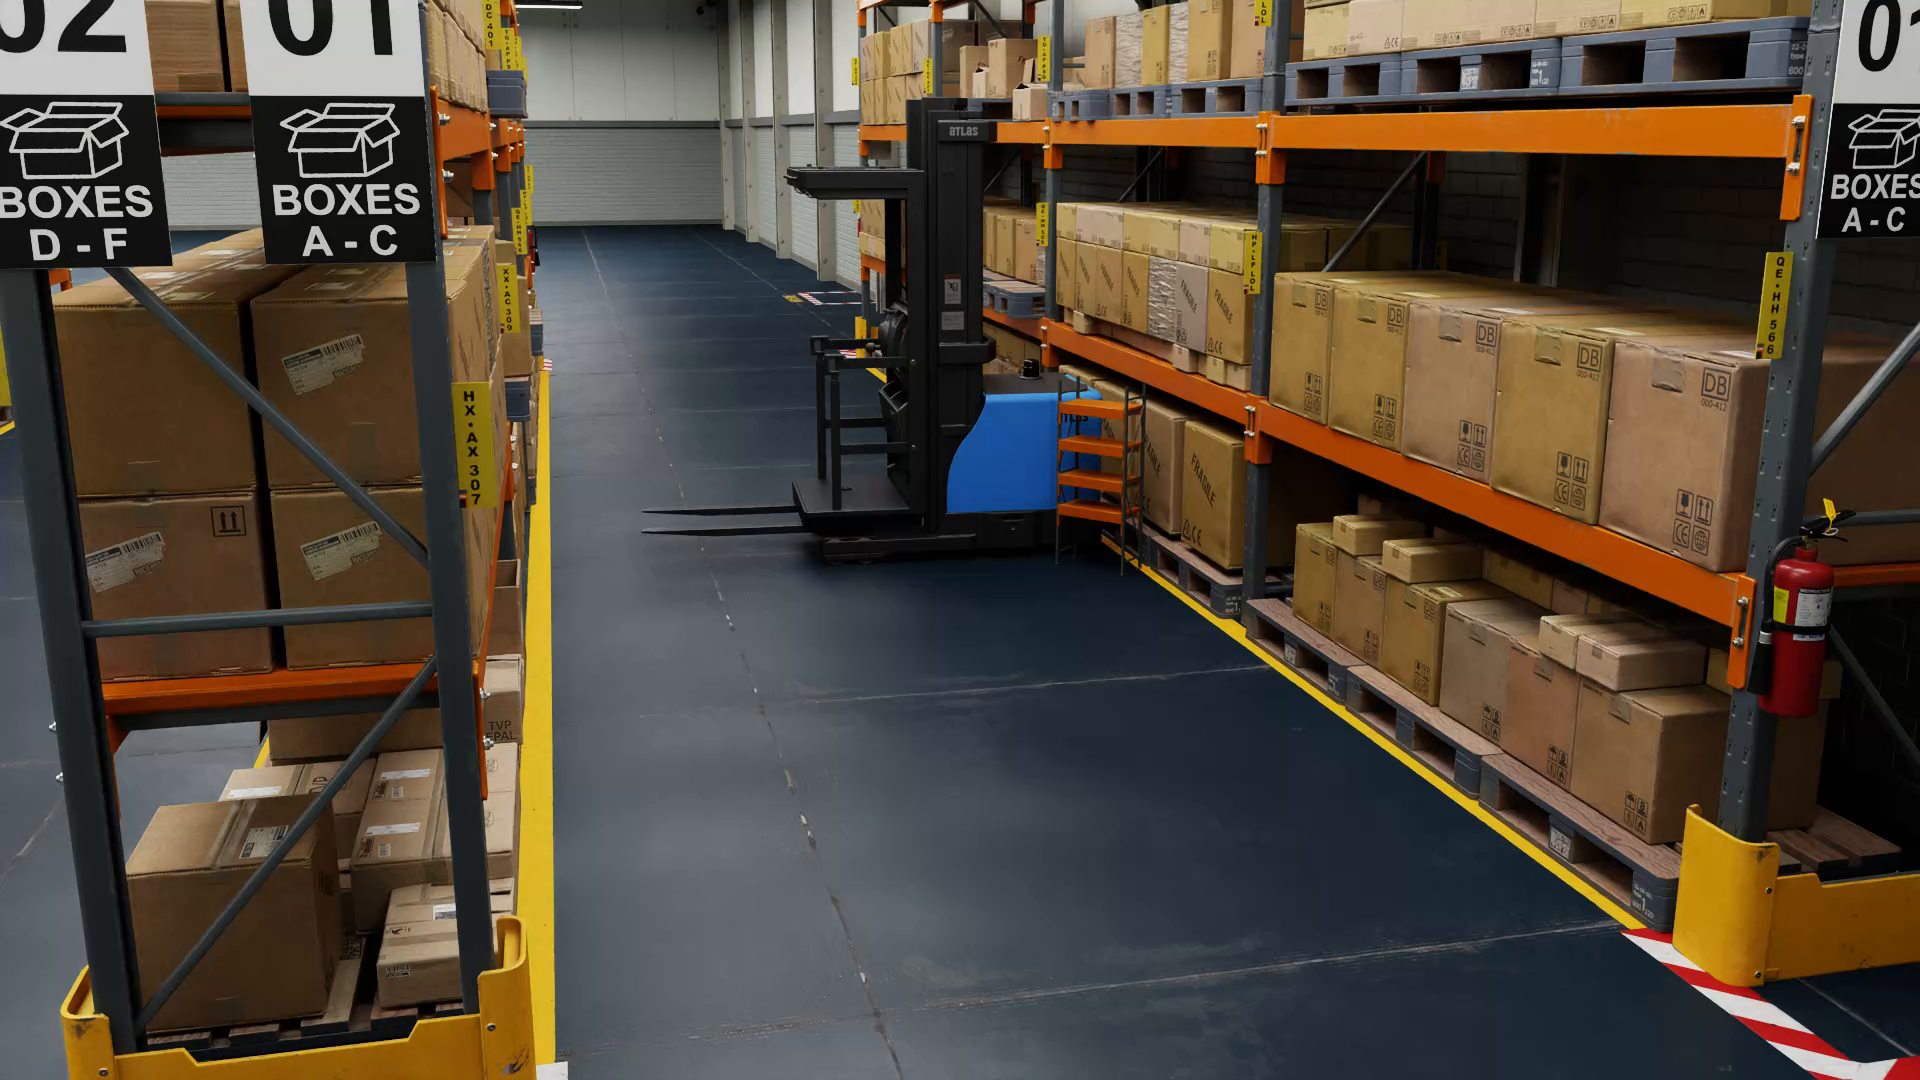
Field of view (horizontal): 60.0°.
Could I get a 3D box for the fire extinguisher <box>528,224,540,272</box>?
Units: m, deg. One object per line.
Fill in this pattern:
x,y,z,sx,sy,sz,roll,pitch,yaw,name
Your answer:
-5.112,-3.498,19.588,0.296,0.674,0.183,-3,14,-13,fire extinguisher

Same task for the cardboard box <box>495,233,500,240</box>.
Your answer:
-4.707,-2.710,15.990,0.700,0.500,0.500,-4,14,-15,cardboard box

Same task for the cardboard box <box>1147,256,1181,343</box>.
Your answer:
1.504,-1.520,10.449,0.500,0.500,0.500,-3,14,-13,cardboard box

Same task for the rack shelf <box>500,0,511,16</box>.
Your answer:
-4.127,-4.469,13.117,1.077,0.370,4.000,-3,14,-13,rack shelf

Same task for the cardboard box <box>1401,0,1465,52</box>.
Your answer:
2.236,-2.218,7.084,0.500,0.250,0.500,-4,14,-15,cardboard box

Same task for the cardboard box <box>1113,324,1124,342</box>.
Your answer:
1.288,-1.478,11.642,0.380,0.149,0.250,-3,14,-12,cardboard box

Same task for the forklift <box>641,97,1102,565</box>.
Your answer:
-0.618,-1.398,10.973,3.031,2.935,1.130,-2,14,-10,forklift

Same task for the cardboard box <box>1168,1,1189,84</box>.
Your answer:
1.748,-3.164,10.599,0.700,0.500,0.500,-3,14,-13,cardboard box

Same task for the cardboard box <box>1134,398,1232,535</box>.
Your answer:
1.606,-0.499,10.792,0.750,0.750,0.750,-3,14,-11,cardboard box

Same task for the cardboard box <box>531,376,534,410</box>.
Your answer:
-3.865,-1.272,14.040,0.500,0.311,0.500,-3,14,-14,cardboard box

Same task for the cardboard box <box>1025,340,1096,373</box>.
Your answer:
0.864,-1.576,14.317,0.500,0.250,0.500,-3,14,-12,cardboard box

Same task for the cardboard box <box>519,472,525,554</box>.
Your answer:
-2.959,-0.194,10.240,0.500,0.500,0.500,-4,14,-15,cardboard box

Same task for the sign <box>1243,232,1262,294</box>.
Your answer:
1.571,-1.483,8.903,0.100,0.325,0.005,-3,14,-13,sign

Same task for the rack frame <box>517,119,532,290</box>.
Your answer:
-5.536,-3.483,19.362,1.000,3.000,0.127,-3,14,-13,rack frame

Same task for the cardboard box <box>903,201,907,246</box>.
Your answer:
-0.317,-3.345,17.490,0.500,0.500,0.500,-3,14,-14,cardboard box

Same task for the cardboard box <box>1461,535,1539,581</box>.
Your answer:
2.578,0.078,7.802,0.380,0.149,0.250,-3,14,-13,cardboard box

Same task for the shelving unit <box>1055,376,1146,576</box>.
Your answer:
0.893,-0.413,10.590,0.503,1.200,0.258,10,17,35,shelving unit

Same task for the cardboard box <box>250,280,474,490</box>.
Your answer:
-1.626,-0.443,4.602,0.500,0.500,0.500,-3,14,-11,cardboard box

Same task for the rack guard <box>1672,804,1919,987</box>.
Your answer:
3.042,1.151,5.661,1.175,0.500,0.348,-3,14,-13,rack guard

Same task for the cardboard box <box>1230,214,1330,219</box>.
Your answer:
1.990,-1.915,10.484,0.500,0.250,0.500,-4,14,-15,cardboard box

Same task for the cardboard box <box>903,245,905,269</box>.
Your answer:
-0.430,-3.097,18.055,0.500,0.250,0.500,-3,14,-13,cardboard box

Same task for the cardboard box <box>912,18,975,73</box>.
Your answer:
-0.164,-4.938,16.641,0.500,0.500,0.500,-5,14,-18,cardboard box

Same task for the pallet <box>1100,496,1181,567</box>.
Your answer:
1.552,-0.092,11.361,1.003,0.211,1.213,-3,14,-13,pallet

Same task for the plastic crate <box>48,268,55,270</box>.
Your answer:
-9.943,-3.036,17.848,0.499,0.251,0.616,-3,14,-13,plastic crate

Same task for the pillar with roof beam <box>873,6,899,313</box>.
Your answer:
-5.310,-7.705,24.003,9.100,9.000,0.400,-3,14,-13,pillar with roof beam

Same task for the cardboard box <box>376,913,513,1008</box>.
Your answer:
-1.543,1.264,5.013,0.380,0.149,0.250,-3,14,-13,cardboard box

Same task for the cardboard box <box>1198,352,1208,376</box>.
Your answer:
1.643,-1.060,9.934,0.380,0.149,0.250,-3,14,-11,cardboard box

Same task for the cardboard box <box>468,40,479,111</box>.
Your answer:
-2.112,-1.770,6.349,0.500,0.250,0.500,-3,14,-13,cardboard box

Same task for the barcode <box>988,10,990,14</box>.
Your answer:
0.309,-5.561,17.547,0.001,0.075,0.075,-3,14,-13,barcode

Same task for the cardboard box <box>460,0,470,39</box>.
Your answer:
-1.994,-1.898,5.818,0.500,0.250,0.500,-3,14,-13,cardboard box

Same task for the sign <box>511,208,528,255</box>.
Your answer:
-3.132,-2.193,11.812,0.100,0.325,0.005,-3,14,-13,sign

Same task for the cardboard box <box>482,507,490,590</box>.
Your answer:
-1.753,-0.076,5.207,0.500,0.500,0.500,-3,14,-14,cardboard box

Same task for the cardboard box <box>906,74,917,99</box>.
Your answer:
-0.248,-4.572,17.249,0.500,0.500,0.500,-5,14,-18,cardboard box

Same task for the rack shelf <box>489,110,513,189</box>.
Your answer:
-3.187,-2.283,9.648,1.077,0.370,4.000,-3,14,-13,rack shelf

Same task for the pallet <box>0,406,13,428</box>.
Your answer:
-9.530,-1.087,15.433,1.003,0.211,1.213,-3,14,-13,pallet

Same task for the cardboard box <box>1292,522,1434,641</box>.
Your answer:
2.172,0.197,8.681,0.700,0.500,0.500,-3,14,-12,cardboard box

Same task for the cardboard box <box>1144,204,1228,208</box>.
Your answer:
1.634,-2.271,11.944,0.500,0.250,0.500,-4,14,-15,cardboard box

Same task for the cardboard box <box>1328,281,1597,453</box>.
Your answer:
2.374,-0.842,7.922,0.980,0.700,0.700,-4,14,-15,cardboard box

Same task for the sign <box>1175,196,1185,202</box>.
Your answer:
1.696,-2.508,12.934,0.100,0.325,0.005,-3,14,-13,sign

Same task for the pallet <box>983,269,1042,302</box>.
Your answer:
0.652,-2.275,14.824,1.003,0.211,1.213,-3,14,-13,pallet

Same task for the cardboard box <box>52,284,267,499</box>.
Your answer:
-2.150,-0.413,4.480,0.500,0.500,0.500,-3,14,-14,cardboard box

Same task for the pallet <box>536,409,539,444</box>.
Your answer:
-4.386,-1.037,15.229,1.003,0.211,1.213,-3,14,-13,pallet

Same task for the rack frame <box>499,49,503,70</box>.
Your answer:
-3.657,-4.551,11.095,1.000,3.000,0.127,-3,14,-13,rack frame

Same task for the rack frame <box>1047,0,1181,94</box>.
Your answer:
1.157,-4.828,12.229,1.000,3.000,0.127,-3,14,-13,rack frame

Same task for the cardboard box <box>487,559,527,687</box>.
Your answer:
-2.308,0.402,7.802,0.500,0.500,0.500,-3,14,-13,cardboard box

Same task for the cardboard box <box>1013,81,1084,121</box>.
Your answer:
0.725,-3.489,13.212,0.500,0.311,0.500,-3,14,-13,cardboard box

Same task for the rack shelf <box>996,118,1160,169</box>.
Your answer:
0.687,-3.483,14.559,1.077,0.370,4.000,-3,14,-13,rack shelf

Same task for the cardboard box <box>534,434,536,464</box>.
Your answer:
-3.614,-0.758,13.120,0.500,0.250,0.500,-4,14,-15,cardboard box

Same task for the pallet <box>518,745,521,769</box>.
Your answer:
-2.557,0.799,7.713,1.003,0.211,1.213,-3,14,-13,pallet
